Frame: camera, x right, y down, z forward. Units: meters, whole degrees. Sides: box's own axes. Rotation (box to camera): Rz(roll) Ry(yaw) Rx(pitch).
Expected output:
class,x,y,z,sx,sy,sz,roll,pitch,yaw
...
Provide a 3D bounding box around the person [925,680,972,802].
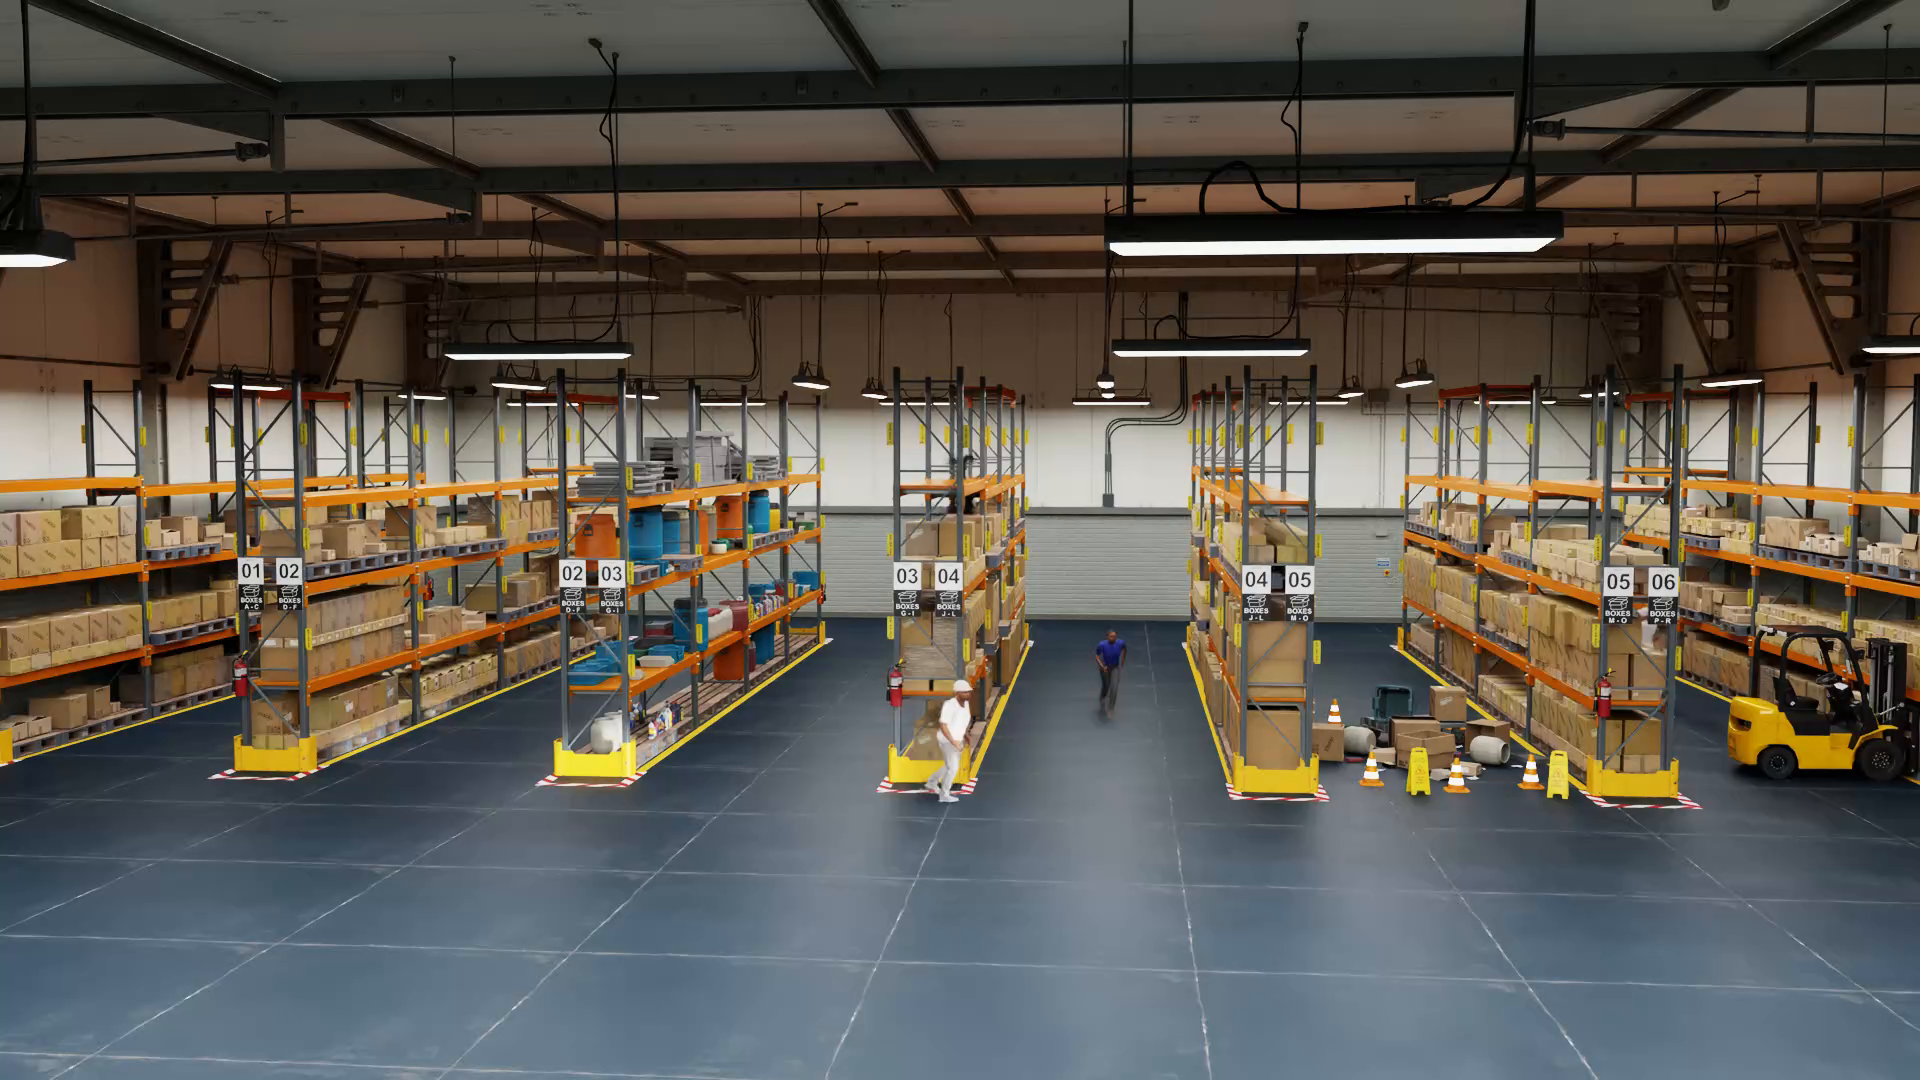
class,x,y,z,sx,sy,sz,roll,pitch,yaw
person,-0.164,2.745,22.766,0.791,1.699,0.667,2,4,25

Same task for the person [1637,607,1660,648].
class,x,y,z,sx,sy,sz,roll,pitch,yaw
person,12.881,2.141,31.358,0.655,1.765,1.000,0,4,-3

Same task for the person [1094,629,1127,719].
class,x,y,z,sx,sy,sz,roll,pitch,yaw
person,2.693,2.376,30.004,0.601,1.601,0.961,-1,4,-9
